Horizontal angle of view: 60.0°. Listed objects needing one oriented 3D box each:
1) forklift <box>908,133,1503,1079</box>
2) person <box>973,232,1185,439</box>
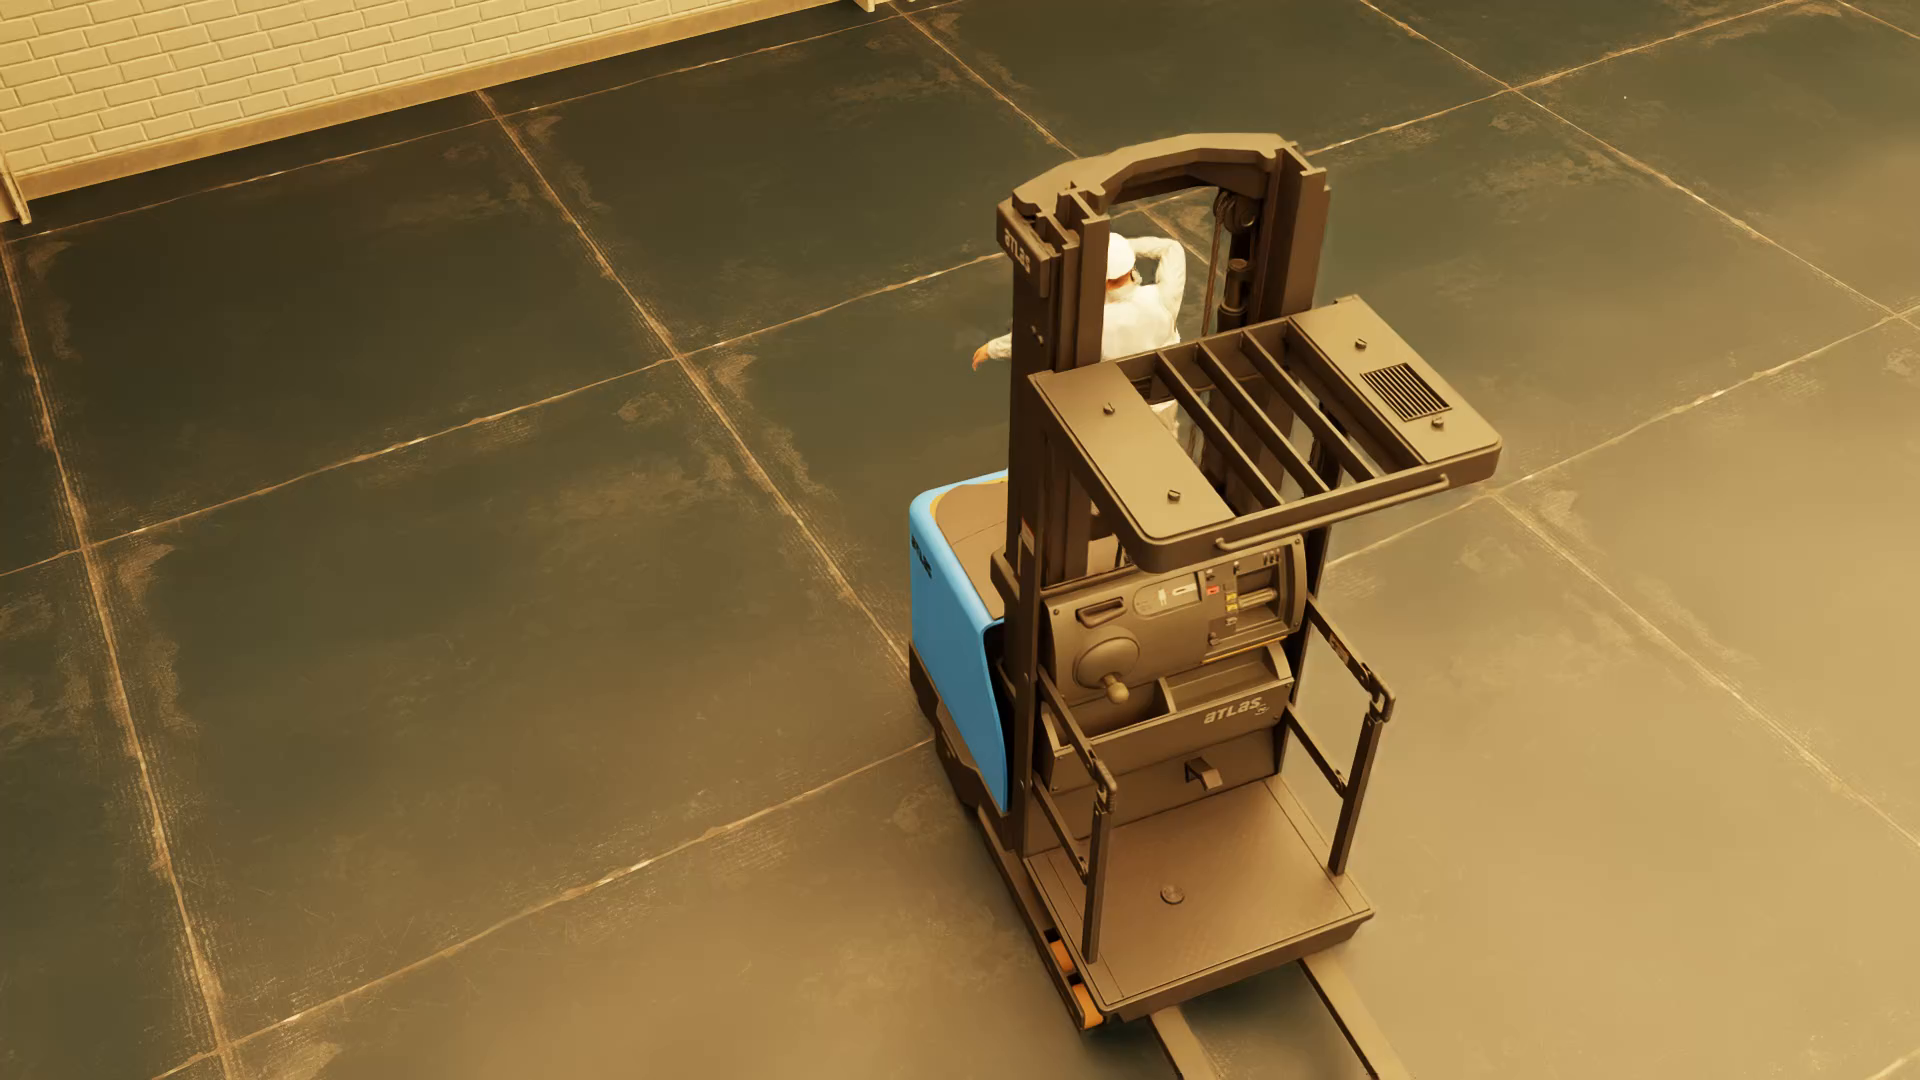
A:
[{"bbox_3d":[0.805,0.343,5.328,1.130,2.935,3.031,-15,45,-16],"label":"forklift"},{"bbox_3d":[0.632,-0.880,7.715,0.888,1.482,0.976,26,49,25],"label":"person"}]
